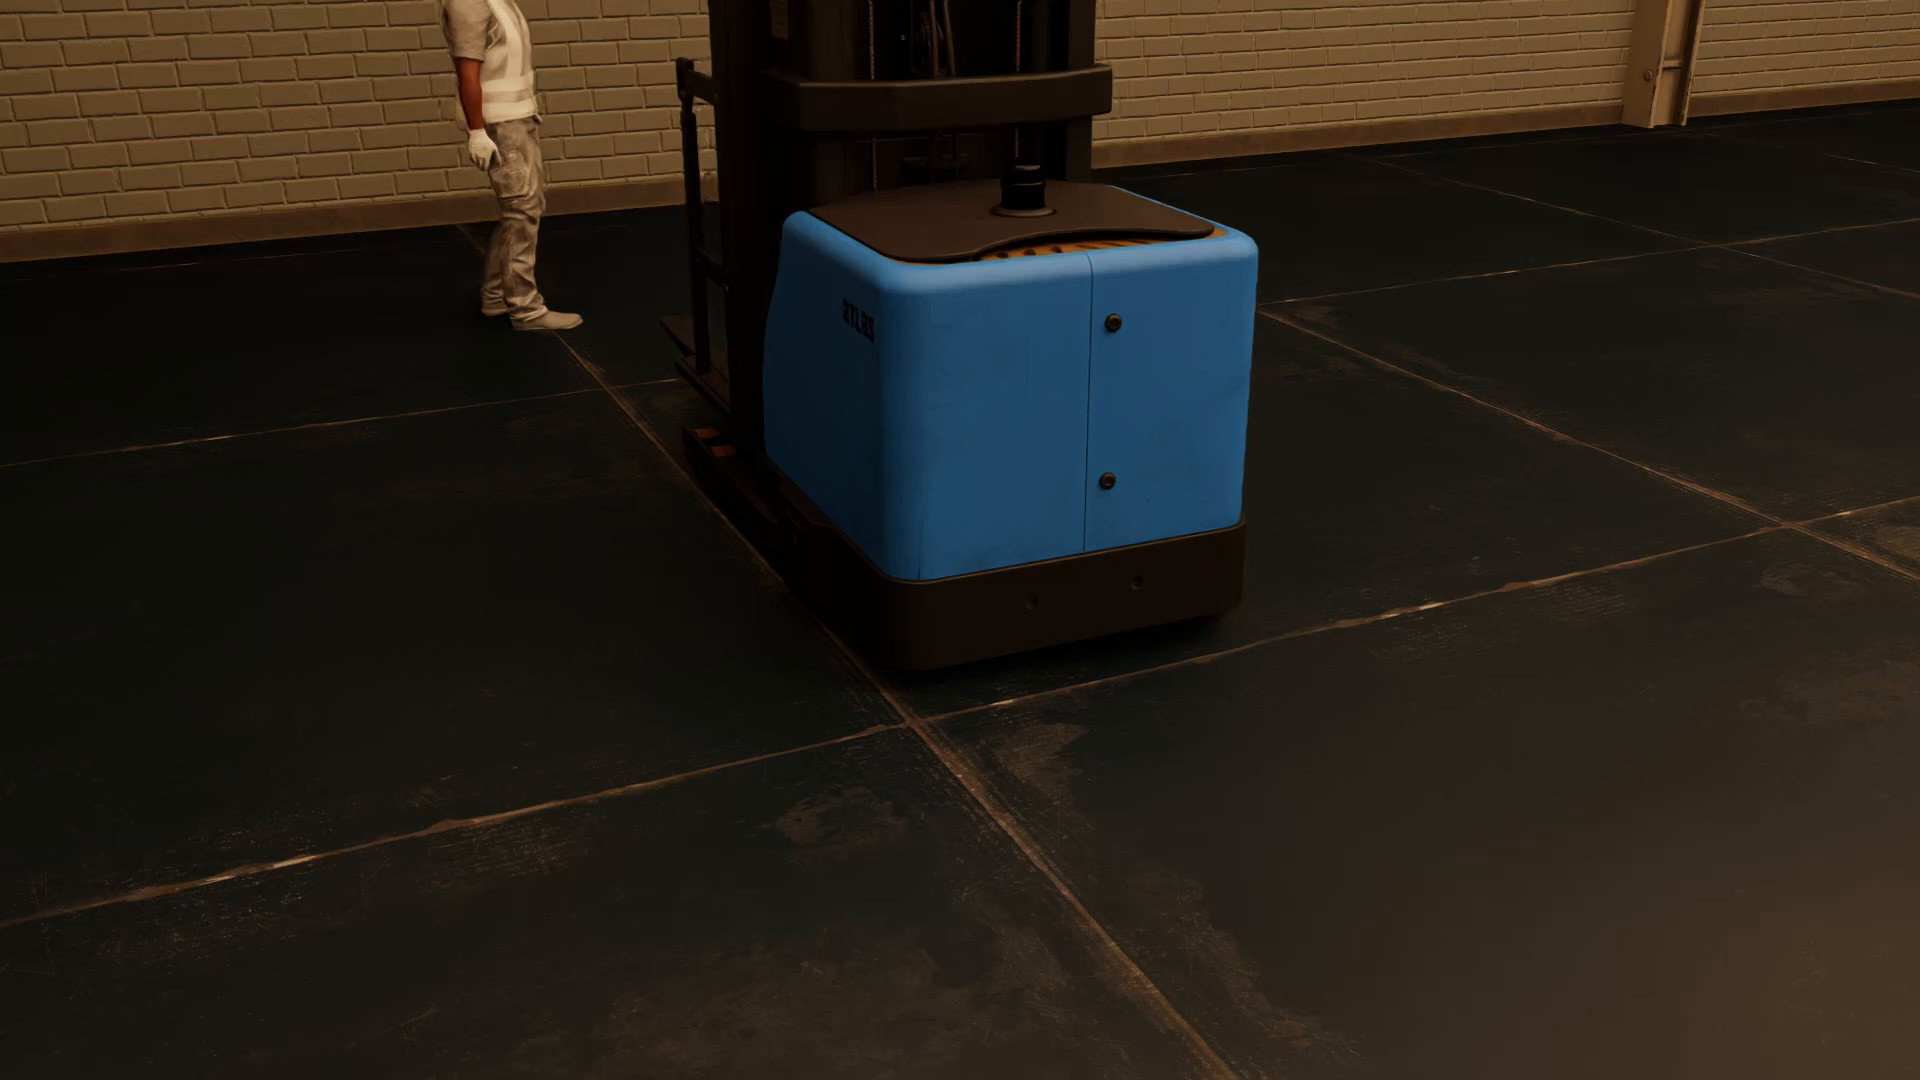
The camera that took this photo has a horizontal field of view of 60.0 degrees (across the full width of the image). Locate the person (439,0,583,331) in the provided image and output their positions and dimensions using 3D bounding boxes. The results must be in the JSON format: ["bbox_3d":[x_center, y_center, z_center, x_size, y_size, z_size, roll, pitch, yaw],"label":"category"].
[{"bbox_3d":[-1.935,-1.808,7.212,0.483,1.779,0.670,-2,23,-5],"label":"person"}]

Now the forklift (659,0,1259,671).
[{"bbox_3d":[-0.289,-1.560,5.042,1.130,2.935,3.031,-10,24,-22],"label":"forklift"}]
